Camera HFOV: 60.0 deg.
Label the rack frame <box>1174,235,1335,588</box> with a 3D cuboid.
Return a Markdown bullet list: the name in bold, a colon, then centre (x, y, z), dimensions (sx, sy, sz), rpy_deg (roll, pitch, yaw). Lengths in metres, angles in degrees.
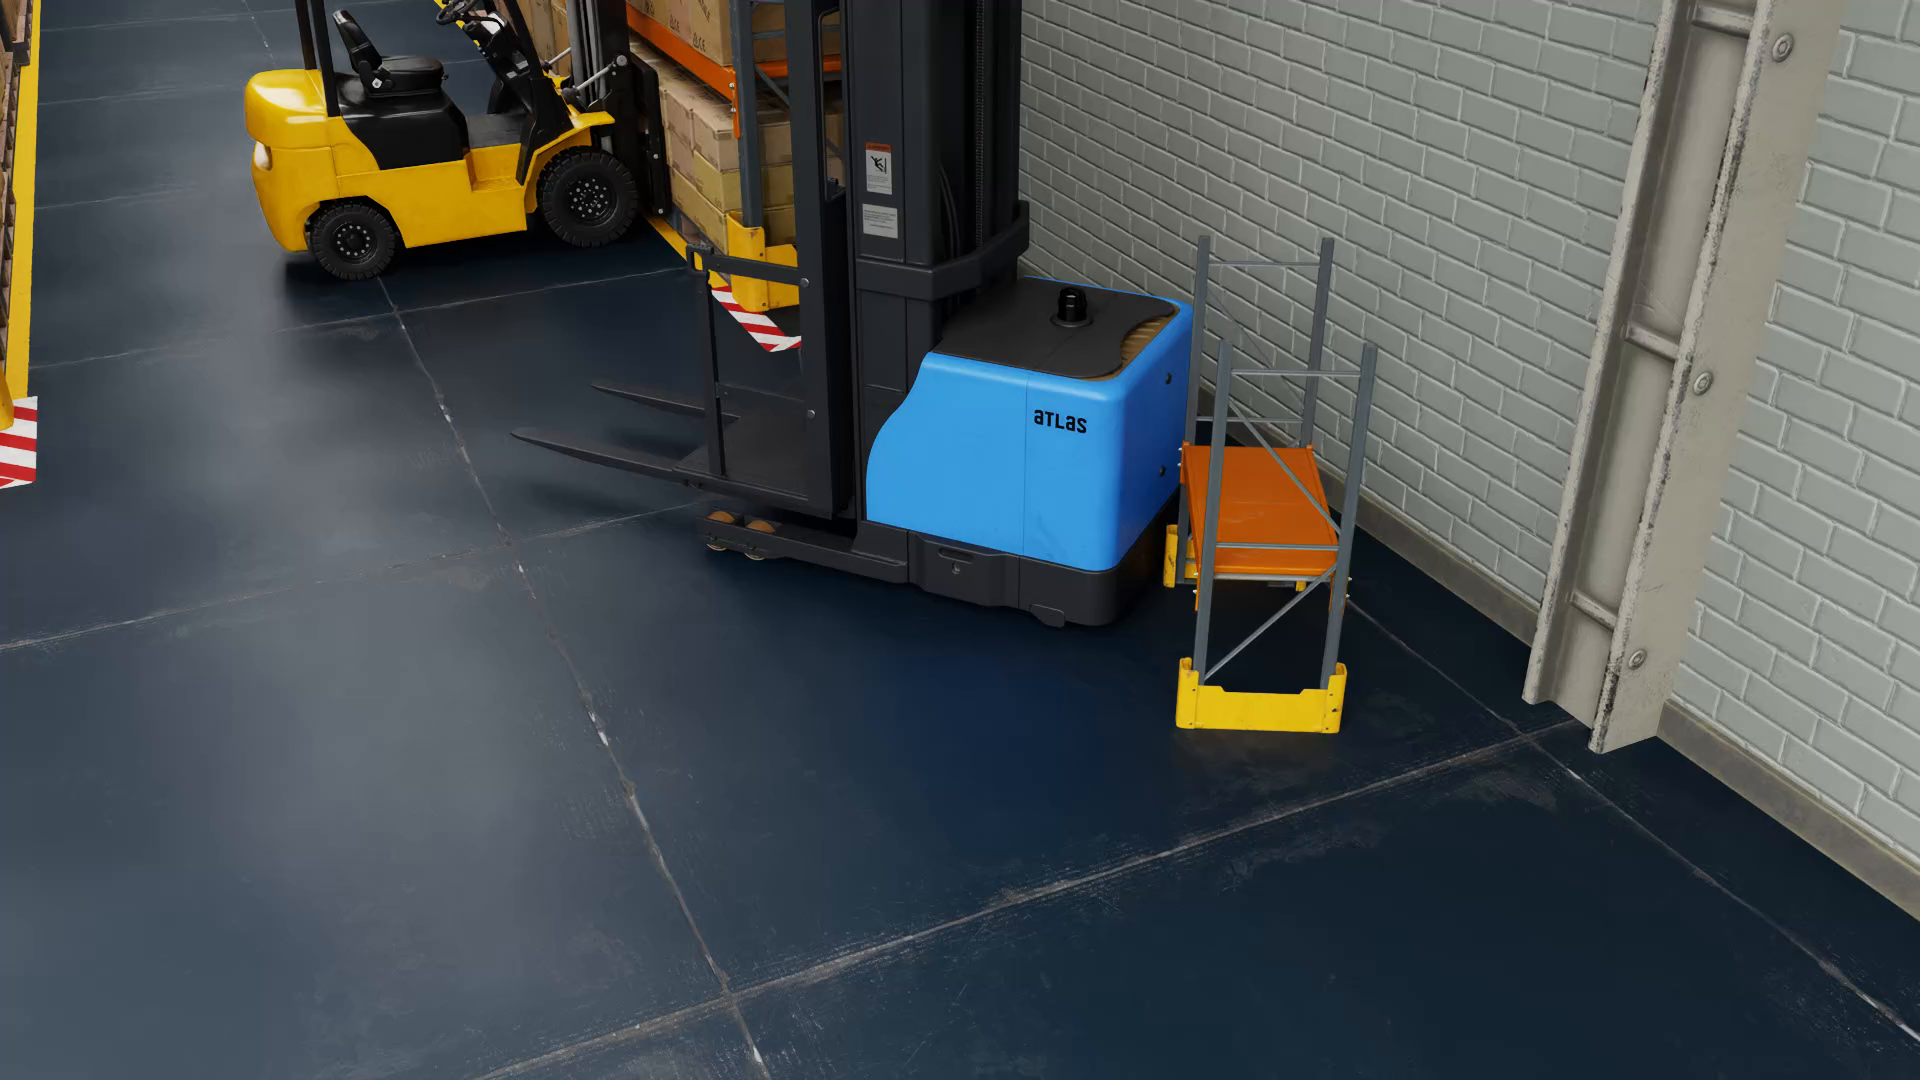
- **rack frame**: centre (1.141, -0.471, 6.557), dimensions (0.500, 1.500, 0.032), rpy_deg (2, 29, 3)

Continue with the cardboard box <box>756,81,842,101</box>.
- **cardboard box**: centre (-1.028, -2.713, 10.381), dimensions (0.500, 0.250, 0.500), rpy_deg (-13, 32, -22)

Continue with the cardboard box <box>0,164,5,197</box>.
- **cardboard box**: centre (-6.477, -2.323, 10.708), dimensions (0.500, 0.250, 0.500), rpy_deg (-12, 31, -20)

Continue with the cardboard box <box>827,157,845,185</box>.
- **cardboard box**: centre (-0.789, -2.274, 10.110), dimensions (0.500, 0.250, 0.500), rpy_deg (-12, 32, -21)

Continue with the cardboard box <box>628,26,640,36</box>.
- **cardboard box**: centre (-2.357, -3.501, 11.785), dimensions (0.500, 0.250, 0.500), rpy_deg (-13, 32, -22)

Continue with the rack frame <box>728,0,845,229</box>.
- **rack frame**: centre (-0.775, -2.821, 9.214), dimensions (1.000, 3.000, 0.127), rpy_deg (-13, 32, -22)

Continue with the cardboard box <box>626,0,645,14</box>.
- **cardboard box**: centre (-1.884, -3.704, 10.687), dimensions (0.500, 0.500, 0.500), rpy_deg (-13, 32, -22)

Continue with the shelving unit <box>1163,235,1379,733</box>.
- **shelving unit**: centre (1.111, -0.228, 6.123), dimensions (0.587, 1.500, 1.083), rpy_deg (2, 29, 3)

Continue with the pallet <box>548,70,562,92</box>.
- **pallet**: centre (-2.843, -3.689, 13.613), dimensions (1.003, 0.211, 1.213), rpy_deg (-13, 32, -22)

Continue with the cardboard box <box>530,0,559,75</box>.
- **cardboard box**: centre (-3.052, -4.308, 13.864), dimensions (0.875, 0.625, 0.625), rpy_deg (-13, 32, -22)

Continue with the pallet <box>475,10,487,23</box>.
- **pallet**: centre (-3.891, -4.767, 15.535), dimensions (1.003, 0.211, 1.213), rpy_deg (-13, 32, -22)

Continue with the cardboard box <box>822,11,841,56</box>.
- **cardboard box**: centre (-0.737, -3.142, 9.684), dimensions (0.500, 0.500, 0.500), rpy_deg (-12, 31, -20)

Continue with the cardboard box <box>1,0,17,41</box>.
- **cardboard box**: centre (-8.912, -4.890, 14.647), dimensions (0.875, 0.875, 0.875), rpy_deg (-13, 32, -22)

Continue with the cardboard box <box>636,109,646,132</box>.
- **cardboard box**: centre (-1.924, -2.842, 11.122), dimensions (0.500, 0.250, 0.500), rpy_deg (-13, 32, -22)

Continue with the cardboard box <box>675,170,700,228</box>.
- **cardboard box**: centre (-1.467, -2.168, 10.431), dimensions (0.500, 0.250, 0.500), rpy_deg (-13, 32, -22)

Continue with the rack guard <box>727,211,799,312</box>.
- **rack guard**: centre (-0.764, -1.720, 9.807), dimensions (1.175, 0.500, 0.348), rpy_deg (-13, 32, -22)

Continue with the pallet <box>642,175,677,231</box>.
- **pallet**: centre (-1.661, -2.472, 11.443), dimensions (1.003, 0.211, 1.213), rpy_deg (-13, 32, -22)

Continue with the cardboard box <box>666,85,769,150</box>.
- **cardboard box**: centre (-1.479, -2.603, 10.186), dimensions (0.500, 0.250, 0.500), rpy_deg (-12, 32, -21)

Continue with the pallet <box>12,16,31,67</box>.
- **pallet**: centre (-8.961, -4.459, 14.986), dimensions (1.003, 0.211, 1.213), rpy_deg (-13, 32, -22)

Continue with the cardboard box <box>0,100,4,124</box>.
- **cardboard box**: centre (-7.512, -3.129, 12.021), dimensions (0.950, 0.372, 0.625), rpy_deg (-11, 31, -19)

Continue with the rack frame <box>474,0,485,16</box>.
- **rack frame**: centre (-4.209, -6.355, 15.516), dimensions (1.000, 3.000, 0.127), rpy_deg (-13, 32, -22)

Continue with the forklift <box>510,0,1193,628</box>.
- **forklift**: centre (-0.570, -1.410, 6.768), dimensions (3.031, 2.935, 1.130), rpy_deg (13, 32, 22)

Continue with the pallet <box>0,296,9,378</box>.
- **pallet**: centre (-5.606, -0.961, 8.748), dimensions (1.003, 0.211, 1.213), rpy_deg (-13, 32, -22)

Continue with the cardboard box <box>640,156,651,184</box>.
- **cardboard box**: centre (-1.917, -2.616, 11.229), dimensions (0.500, 0.250, 0.500), rpy_deg (-12, 31, -20)

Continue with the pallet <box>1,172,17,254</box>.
- **pallet**: centre (-6.653, -2.039, 10.670), dimensions (1.003, 0.211, 1.213), rpy_deg (-13, 32, -22)

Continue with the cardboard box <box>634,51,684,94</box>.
- **cardboard box**: centre (-1.915, -3.050, 10.981), dimensions (0.500, 0.250, 0.500), rpy_deg (-14, 32, -23)

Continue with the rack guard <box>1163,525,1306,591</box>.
- **rack guard**: centre (1.141, 0.074, 6.862), dimensions (0.587, 0.250, 0.087), rpy_deg (2, 29, 3)

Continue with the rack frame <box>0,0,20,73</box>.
- **rack frame**: centre (-8.691, -5.311, 13.655), dimensions (1.000, 3.000, 0.127), rpy_deg (-13, 32, -22)

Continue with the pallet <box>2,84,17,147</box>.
- **pallet**: centre (-7.837, -3.211, 12.761), dimensions (1.003, 0.211, 1.213), rpy_deg (-13, 32, -22)

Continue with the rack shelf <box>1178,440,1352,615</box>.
- **rack shelf**: centre (1.110, -0.066, 6.203), dimensions (0.538, 0.185, 1.000), rpy_deg (2, 29, 3)

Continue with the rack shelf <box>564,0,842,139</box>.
- **rack shelf**: centre (-1.633, -3.391, 10.966), dimensions (1.077, 0.370, 4.000), rpy_deg (-13, 32, -22)

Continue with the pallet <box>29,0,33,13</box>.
- **pallet**: centre (-10.008, -5.537, 16.908), dimensions (1.003, 0.211, 1.213), rpy_deg (-13, 32, -22)

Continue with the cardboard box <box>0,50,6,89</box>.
- **cardboard box**: centre (-8.133, -3.772, 13.168), dimensions (0.950, 0.372, 0.625), rpy_deg (-14, 32, -23)

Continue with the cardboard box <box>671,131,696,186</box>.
- **cardboard box**: centre (-1.472, -2.396, 10.327), dimensions (0.500, 0.250, 0.500), rpy_deg (-13, 32, -22)

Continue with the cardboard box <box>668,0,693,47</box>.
- **cardboard box**: centre (-1.438, -3.258, 9.891), dimensions (0.500, 0.500, 0.500), rpy_deg (-12, 31, -20)

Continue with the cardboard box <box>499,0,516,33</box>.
- **cardboard box**: centre (-3.666, -4.937, 14.986), dimensions (0.875, 0.625, 0.625), rpy_deg (-12, 31, -20)
